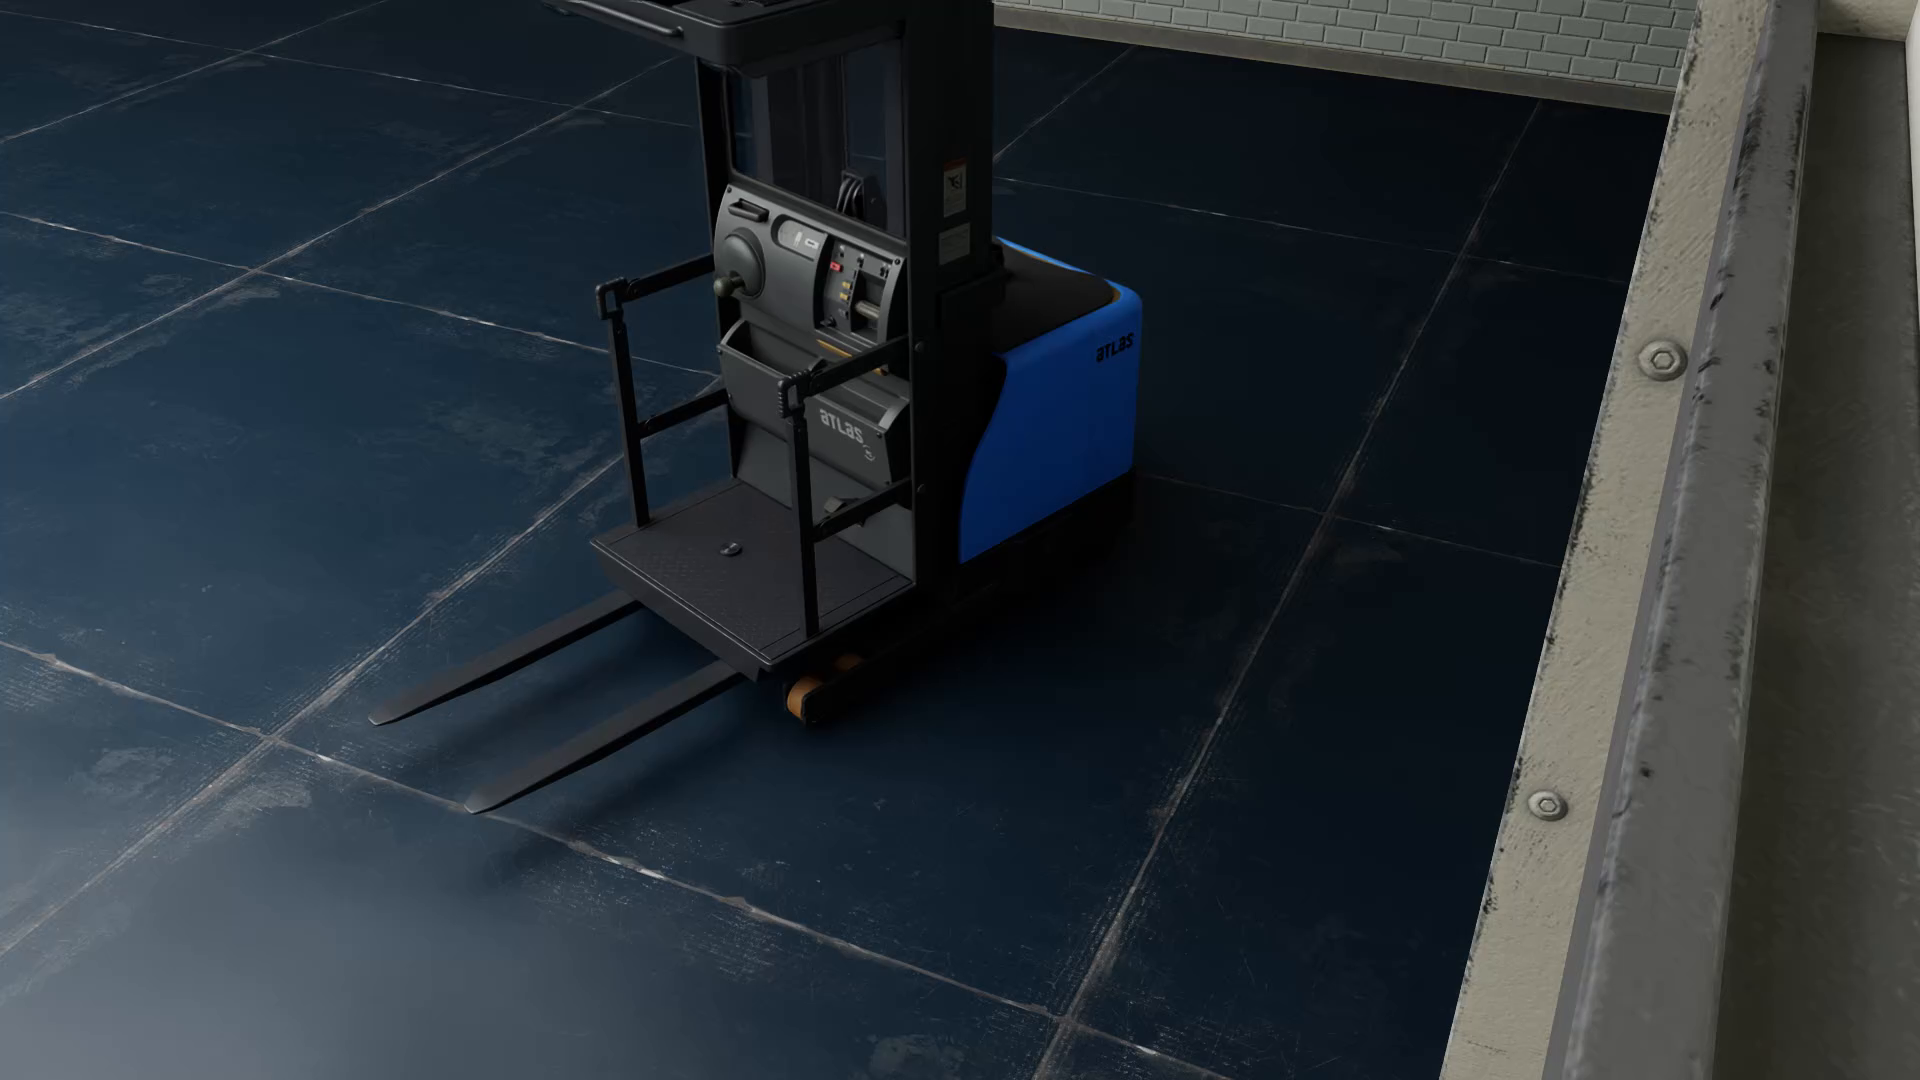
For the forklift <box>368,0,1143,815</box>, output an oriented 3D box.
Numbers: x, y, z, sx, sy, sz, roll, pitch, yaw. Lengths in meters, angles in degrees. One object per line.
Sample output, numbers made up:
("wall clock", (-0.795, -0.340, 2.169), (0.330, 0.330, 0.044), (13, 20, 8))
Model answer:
("forklift", (-0.680, -0.897, 5.595), (3.031, 2.935, 1.130), (-28, 43, -36))
